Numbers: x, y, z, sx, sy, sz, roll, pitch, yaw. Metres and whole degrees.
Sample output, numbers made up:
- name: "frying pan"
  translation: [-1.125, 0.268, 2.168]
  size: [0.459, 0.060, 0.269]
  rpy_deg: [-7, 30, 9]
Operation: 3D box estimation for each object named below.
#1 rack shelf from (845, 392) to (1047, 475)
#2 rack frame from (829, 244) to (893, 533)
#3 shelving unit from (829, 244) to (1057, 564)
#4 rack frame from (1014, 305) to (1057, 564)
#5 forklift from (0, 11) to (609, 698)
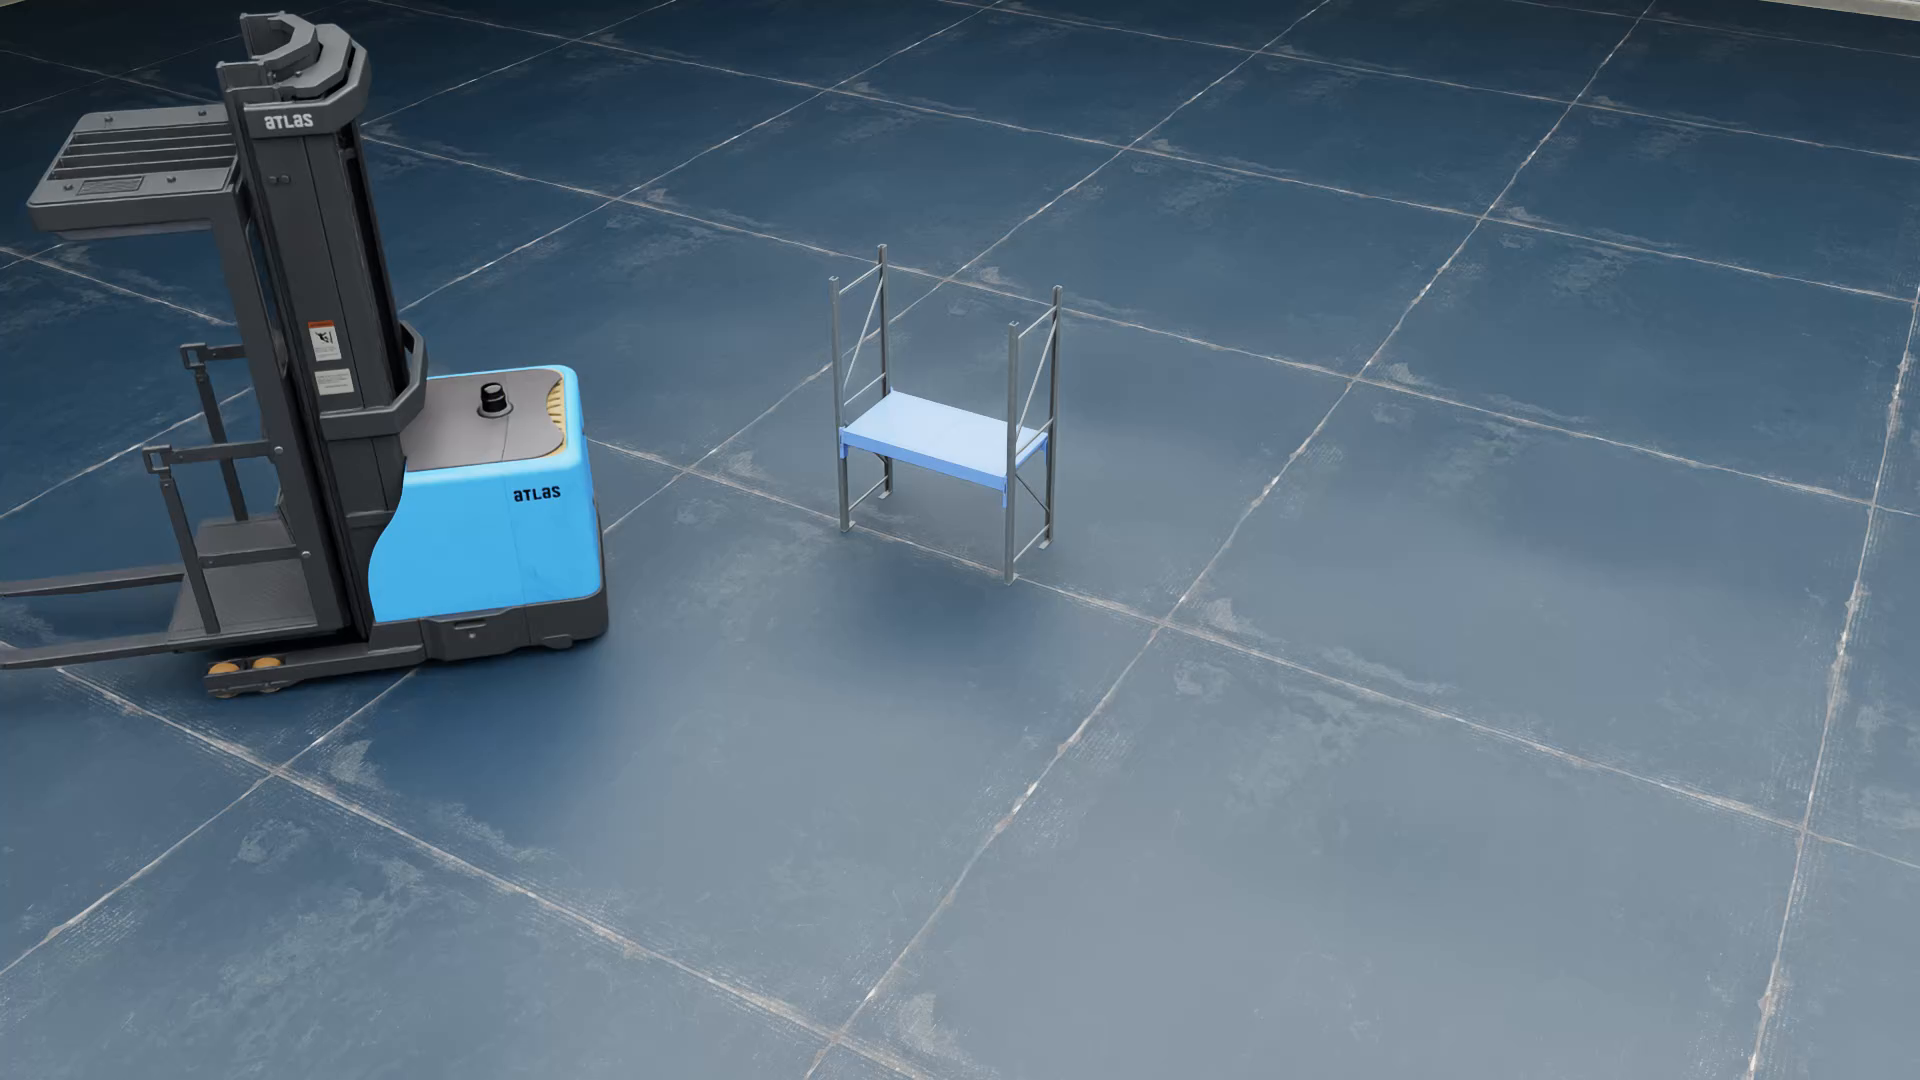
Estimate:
- name: "rack shelf"
  translation: [-0.074, -0.554, 8.703]
  size: [0.952, 0.026, 0.459]
  rpy_deg: [18, 37, 24]
- name: "rack frame"
  translation: [-0.515, -0.788, 8.850]
  size: [0.032, 1.500, 0.500]
  rpy_deg: [18, 37, 24]
- name: "shelving unit"
  translation: [-0.078, -0.649, 8.642]
  size: [1.039, 1.500, 0.500]
  rpy_deg: [18, 37, 24]
- name: "rack frame"
  translation: [0.366, -0.507, 8.429]
  size: [0.013, 1.308, 0.475]
  rpy_deg: [18, 37, 24]
- name: "forklift"
  translation: [-3.317, -0.792, 7.566]
  size: [3.031, 2.935, 1.130]
  rpy_deg: [-7, 34, -10]
